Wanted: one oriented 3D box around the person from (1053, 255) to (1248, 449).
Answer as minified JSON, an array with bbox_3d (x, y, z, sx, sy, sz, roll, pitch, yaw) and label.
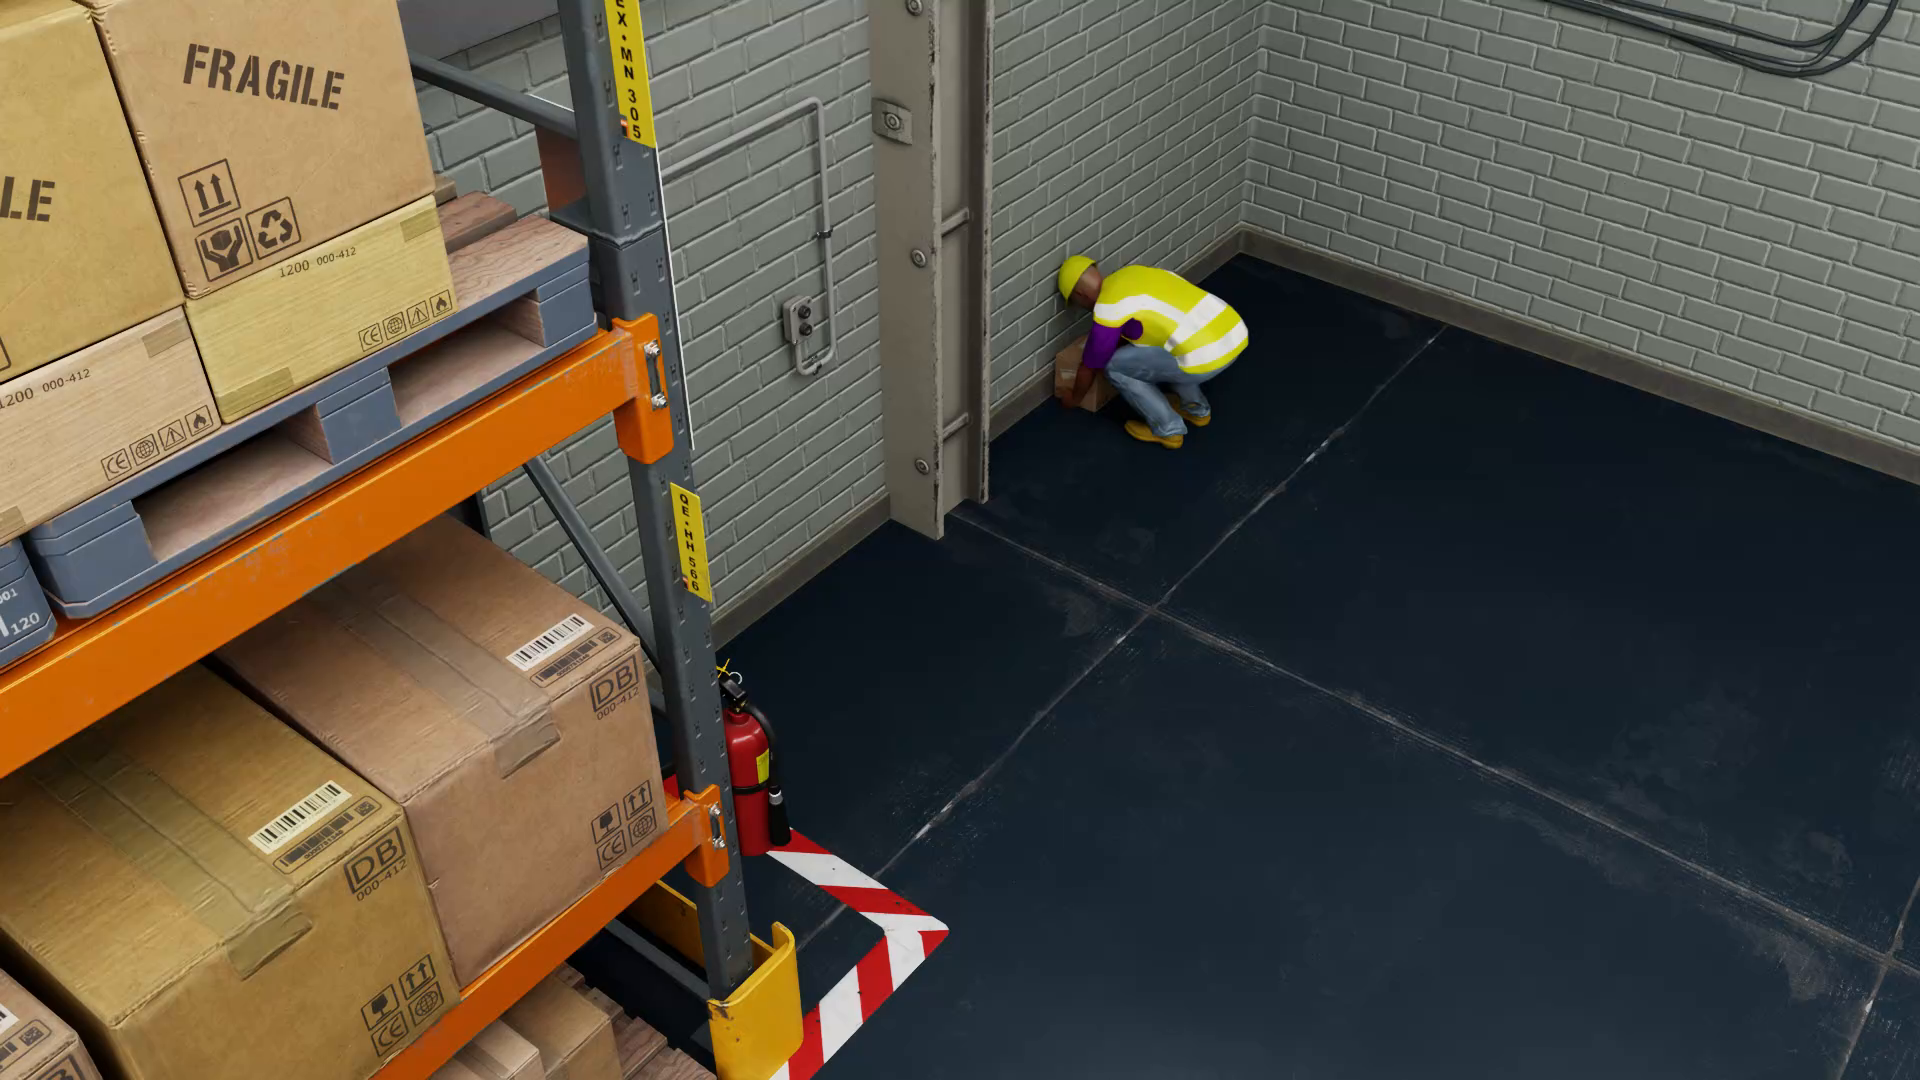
[{"bbox_3d":[0.889,-0.918,8.078,0.968,0.810,0.523,24,45,27],"label":"person"}]
